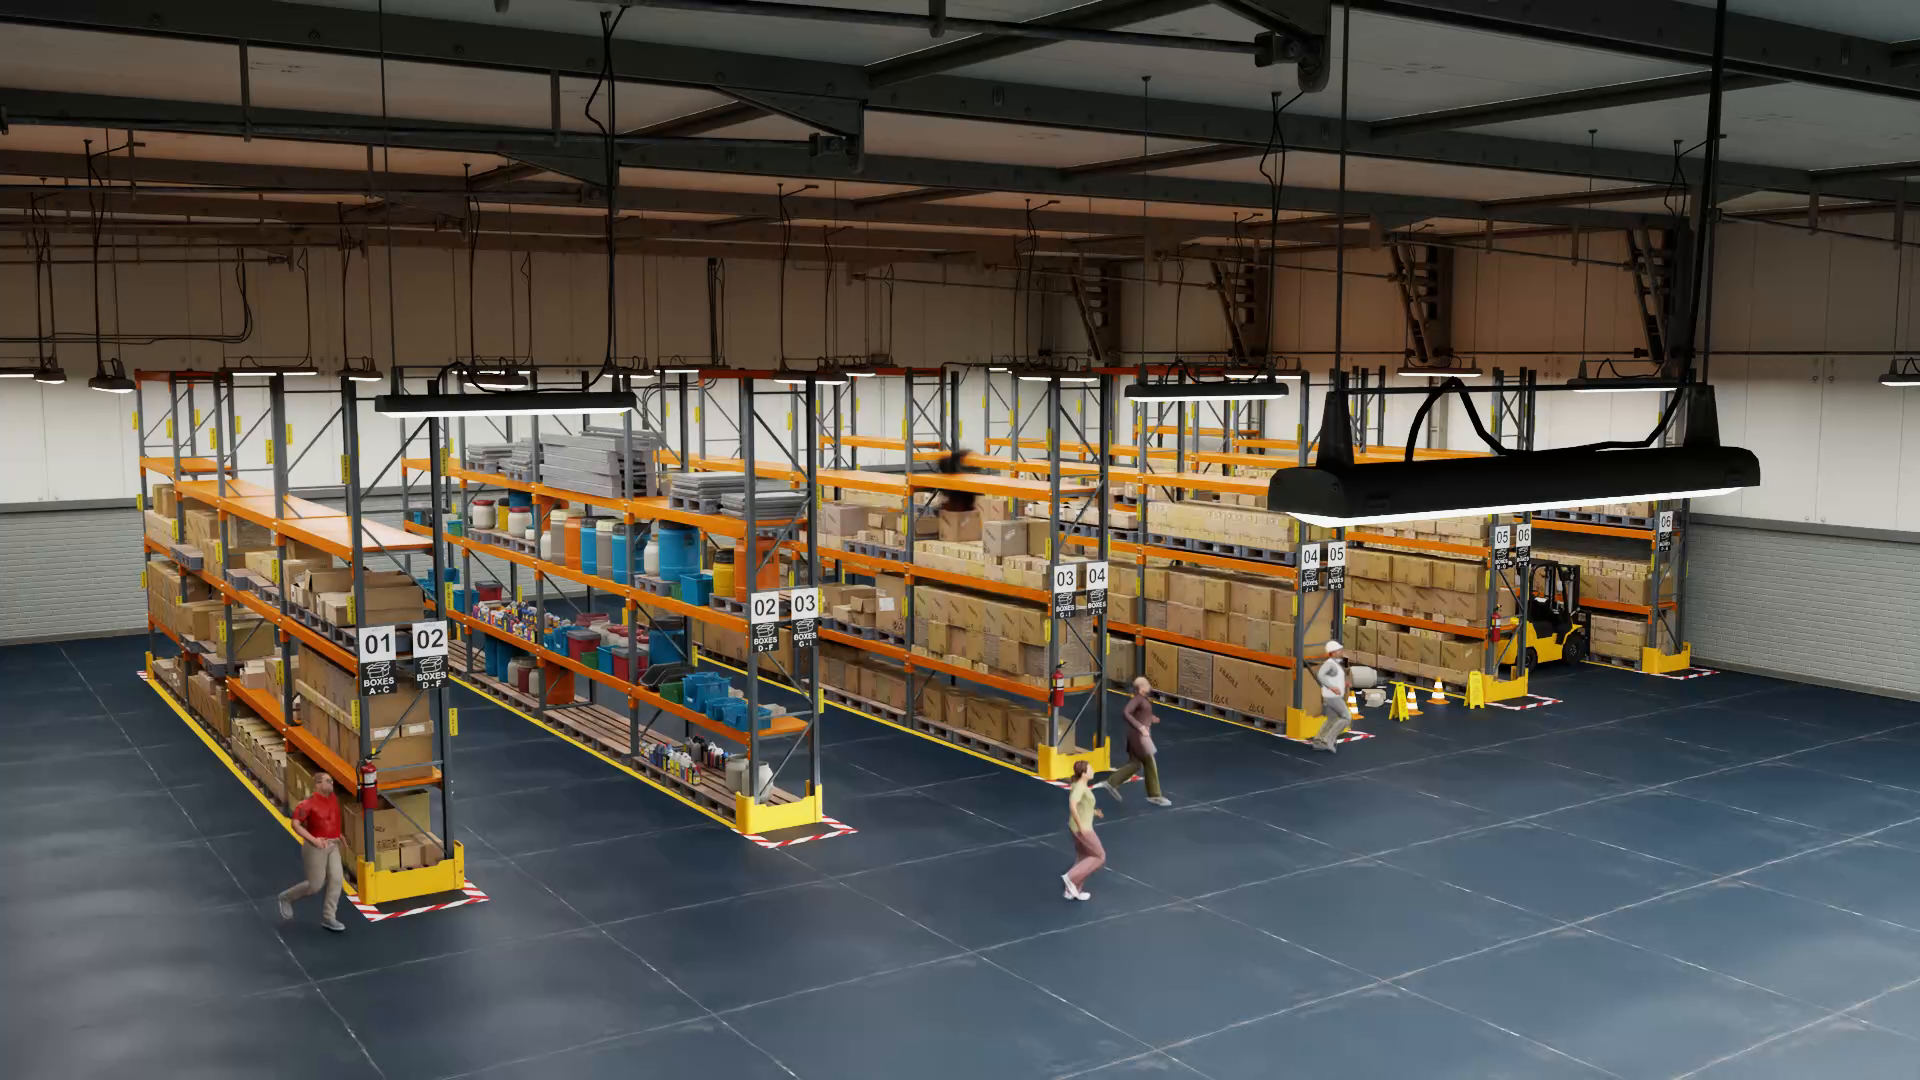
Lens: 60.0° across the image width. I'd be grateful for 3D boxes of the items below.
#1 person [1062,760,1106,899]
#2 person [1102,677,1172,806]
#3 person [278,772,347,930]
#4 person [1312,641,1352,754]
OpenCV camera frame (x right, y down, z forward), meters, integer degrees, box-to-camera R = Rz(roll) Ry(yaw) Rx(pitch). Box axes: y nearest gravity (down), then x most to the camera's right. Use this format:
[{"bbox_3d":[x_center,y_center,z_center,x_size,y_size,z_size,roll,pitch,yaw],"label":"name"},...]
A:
[{"bbox_3d":[1.429,3.453,19.268,0.530,1.433,0.571,-1,7,-8],"label":"person"},{"bbox_3d":[2.501,2.817,23.486,0.996,1.776,0.717,0,6,4],"label":"person"},{"bbox_3d":[-7.076,3.421,18.476,0.845,1.675,0.719,2,7,21],"label":"person"},{"bbox_3d":[5.931,2.489,26.416,0.609,1.773,0.684,2,7,16],"label":"person"}]
